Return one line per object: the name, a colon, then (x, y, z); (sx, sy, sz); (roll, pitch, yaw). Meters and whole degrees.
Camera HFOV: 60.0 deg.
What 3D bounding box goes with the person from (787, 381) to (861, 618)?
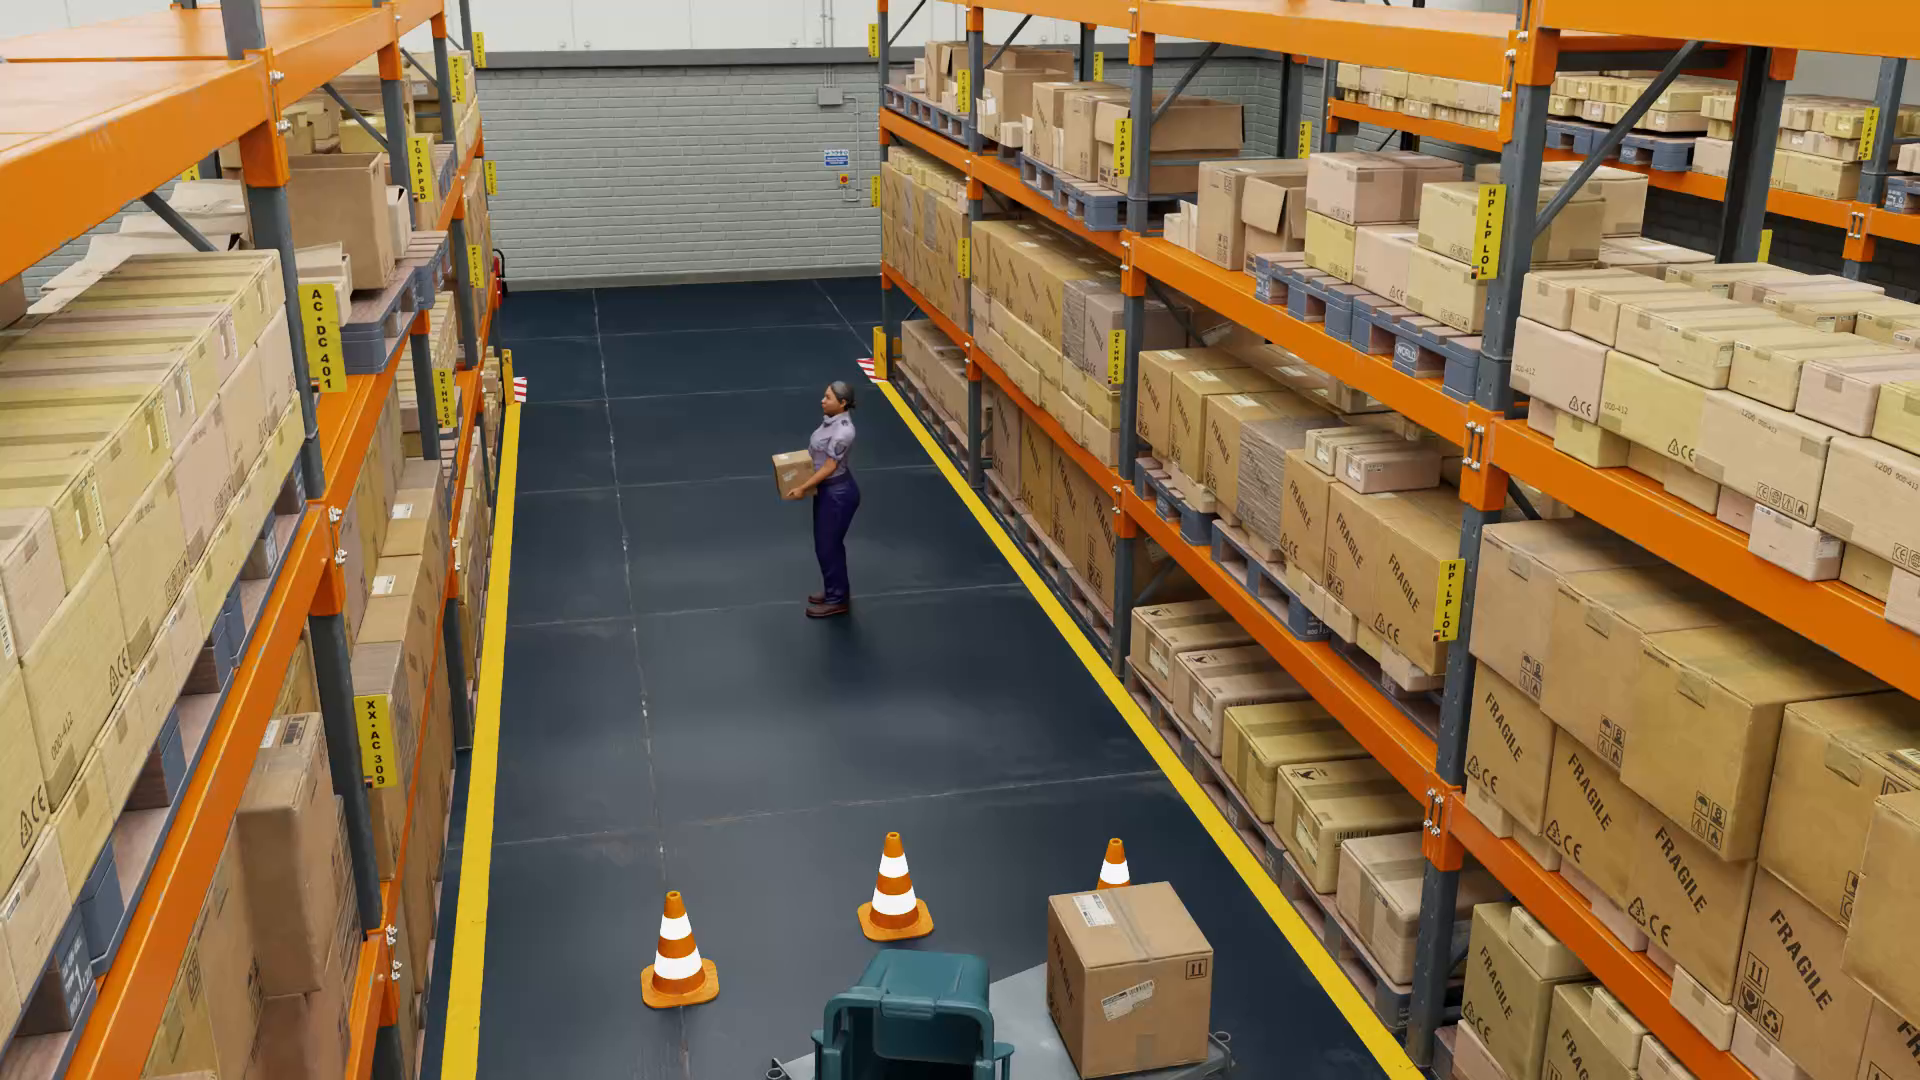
person: (-0.945, -0.291, 11.422); (0.517, 1.637, 0.453); (-4, 20, -11)
